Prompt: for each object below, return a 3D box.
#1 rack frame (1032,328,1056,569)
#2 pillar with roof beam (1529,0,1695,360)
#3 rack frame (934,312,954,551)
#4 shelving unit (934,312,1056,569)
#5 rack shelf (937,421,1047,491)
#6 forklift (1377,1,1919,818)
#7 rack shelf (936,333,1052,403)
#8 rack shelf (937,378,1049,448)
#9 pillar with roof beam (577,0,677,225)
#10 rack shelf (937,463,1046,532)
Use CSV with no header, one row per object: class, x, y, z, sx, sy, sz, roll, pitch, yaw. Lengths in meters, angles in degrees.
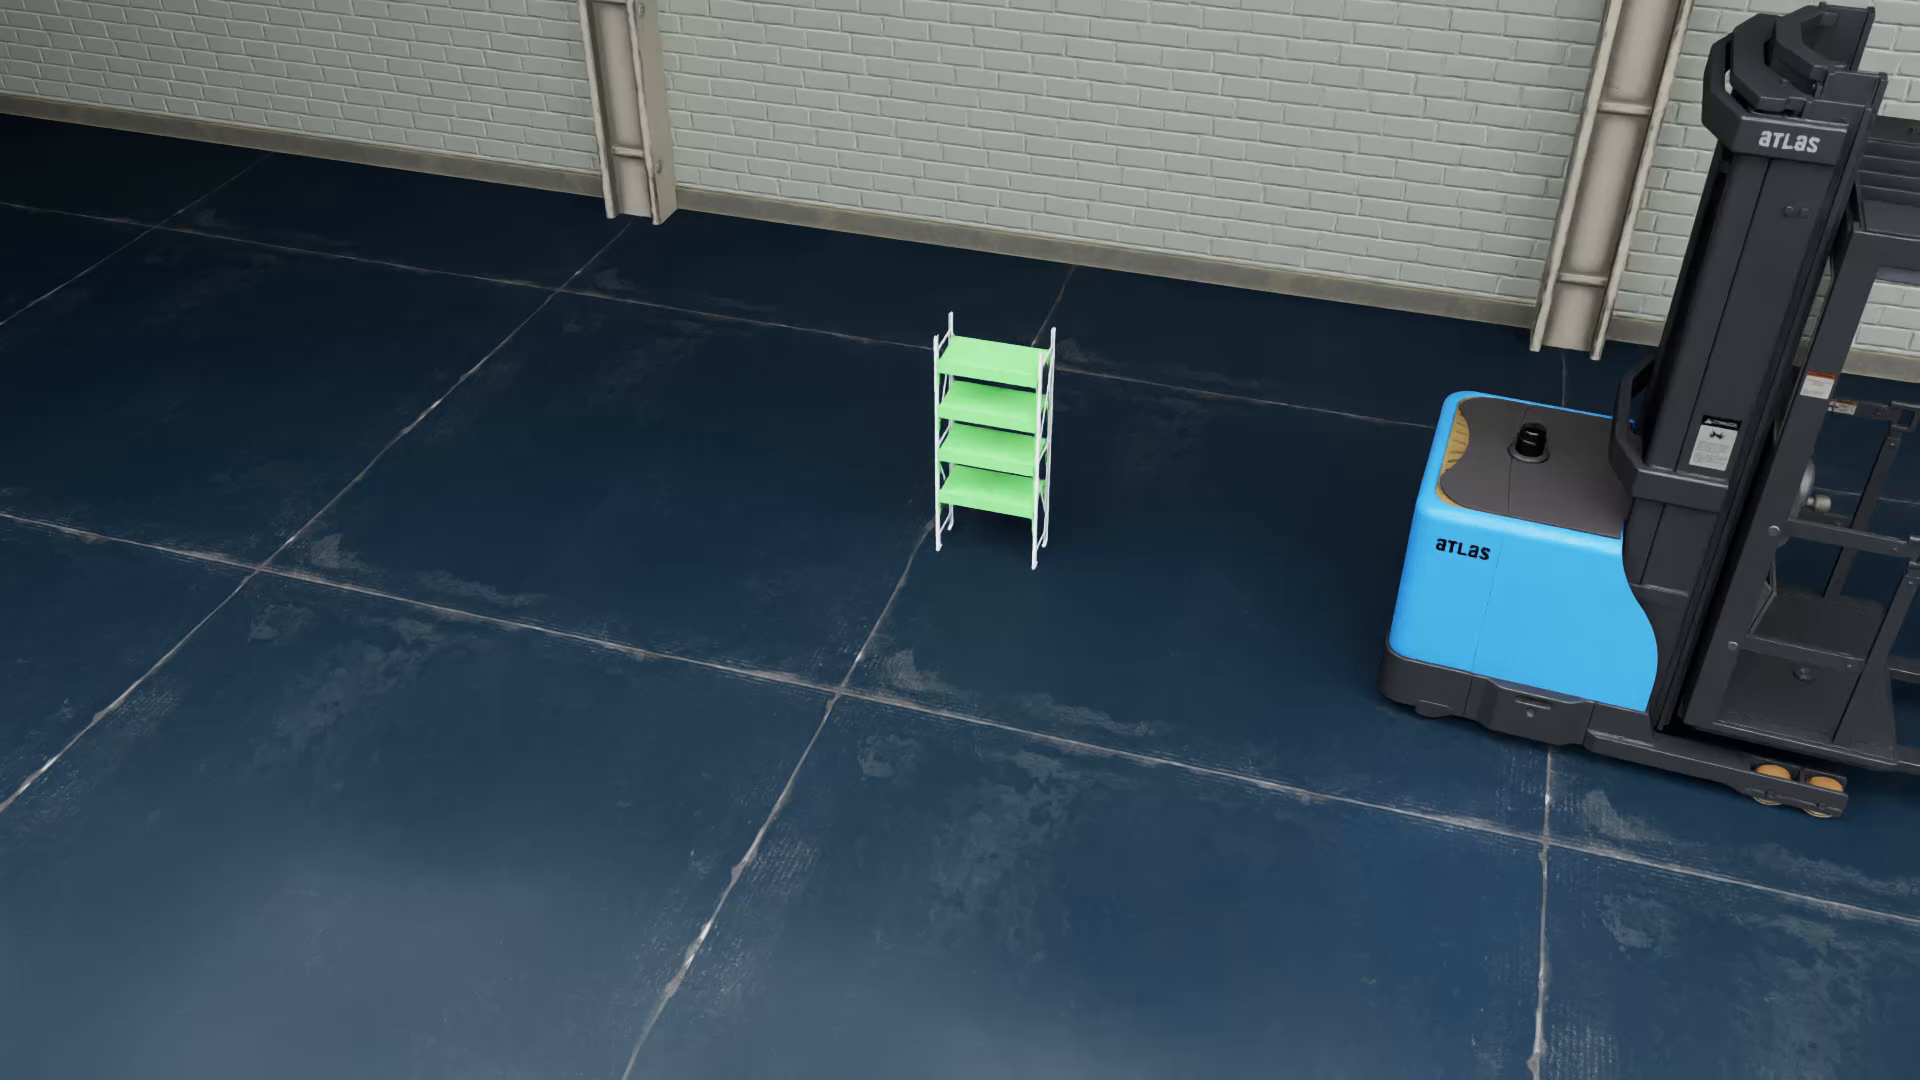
rack frame,0.391,-0.411,7.796,0.015,1.200,0.240,10,38,14
pillar with roof beam,2.294,-2.353,3.856,0.400,9.000,9.100,10,38,14
rack frame,-0.075,-0.497,7.913,0.015,1.200,0.240,10,38,14
shelving unit,0.158,-0.454,7.855,0.503,1.200,0.258,10,38,14
rack shelf,0.158,-0.402,7.892,0.480,0.148,0.258,10,38,14
forklift,3.394,-0.417,6.344,3.031,2.935,1.130,13,38,17
rack shelf,0.158,-0.789,7.608,0.480,0.148,0.258,10,38,14
rack shelf,0.158,-0.596,7.750,0.480,0.148,0.258,10,38,14
pillar with roof beam,-3.433,-3.414,5.297,0.400,9.000,9.100,10,38,14
rack shelf,0.158,-0.209,8.035,0.480,0.148,0.258,10,38,14
